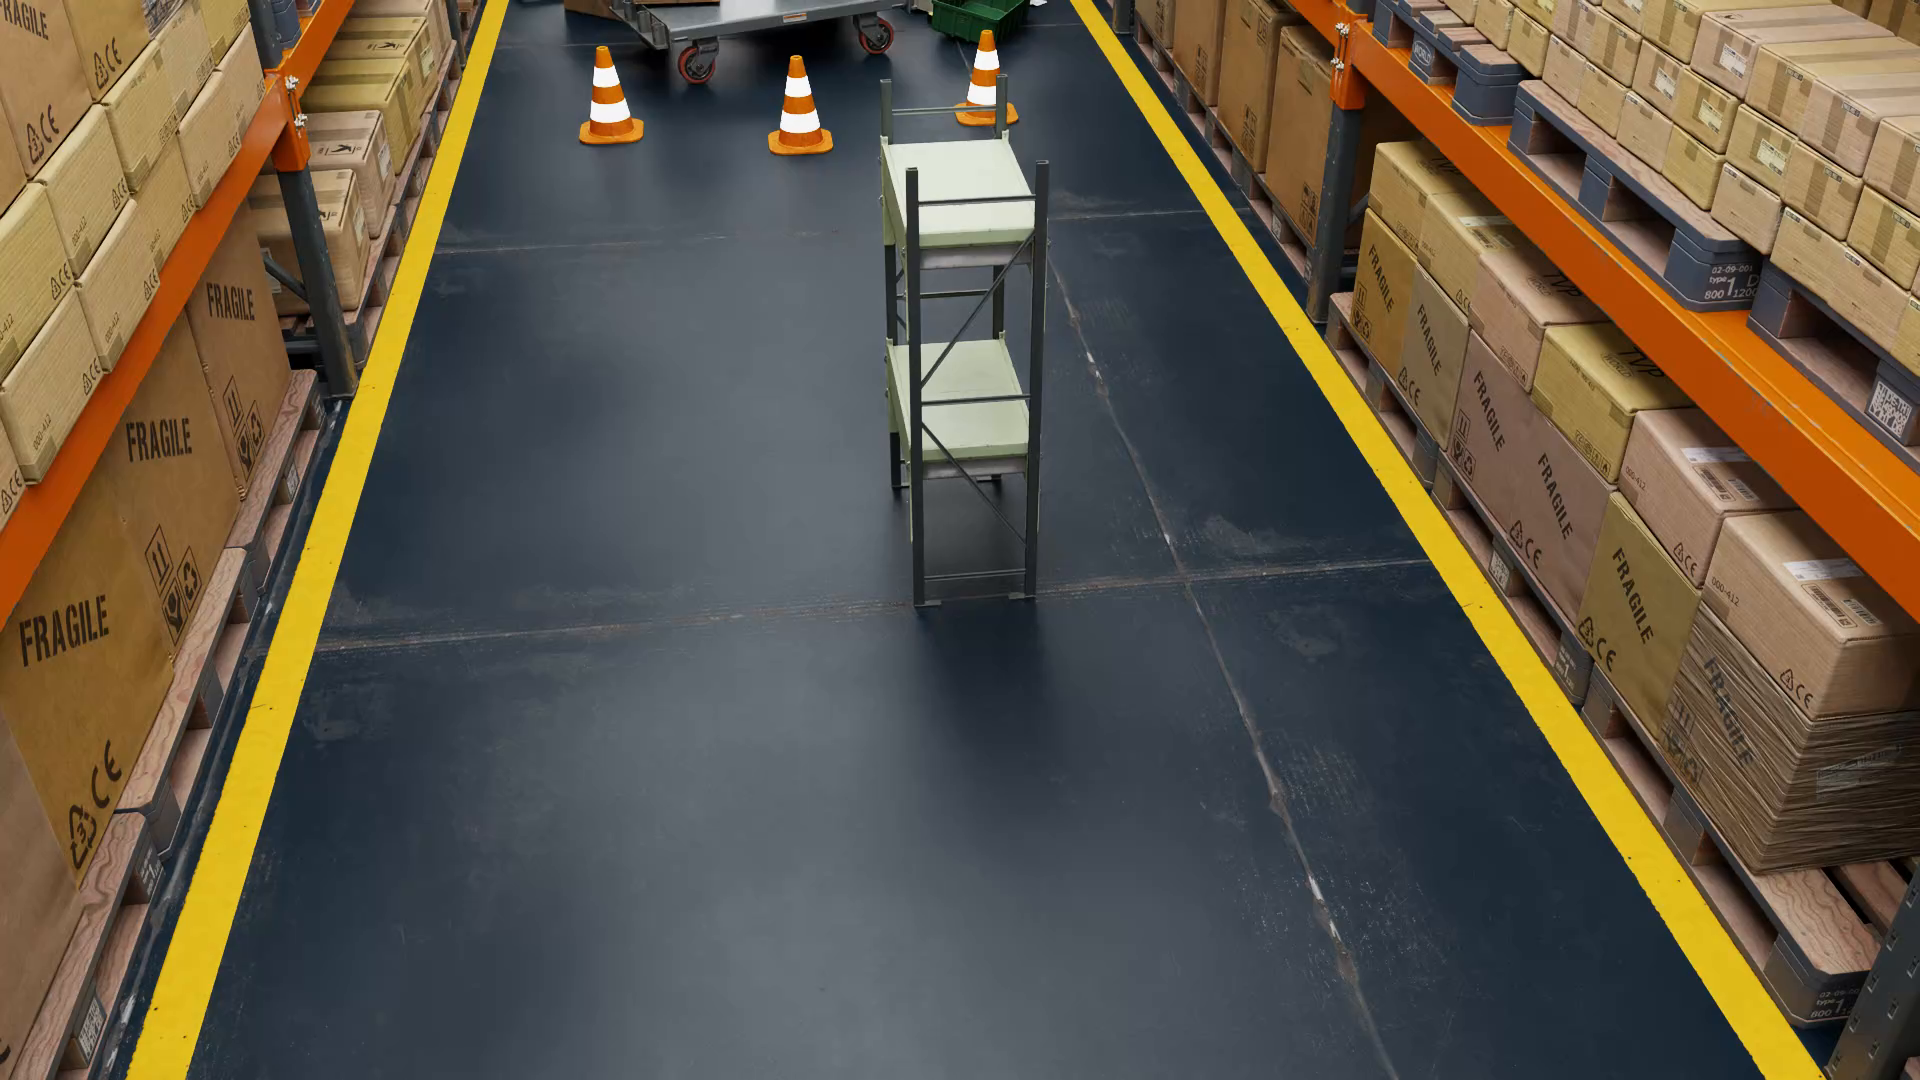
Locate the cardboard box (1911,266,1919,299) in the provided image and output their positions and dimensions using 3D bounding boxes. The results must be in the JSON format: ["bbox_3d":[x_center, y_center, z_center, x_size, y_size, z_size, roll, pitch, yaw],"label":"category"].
[{"bbox_3d":[2.248,-0.539,3.463,0.380,0.149,0.250,-4,34,-6],"label":"cardboard box"}]

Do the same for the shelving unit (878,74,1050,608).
[{"bbox_3d":[-0.001,-0.623,5.333,0.431,1.500,0.755,-4,35,-6],"label":"shelving unit"}]

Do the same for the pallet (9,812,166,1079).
[{"bbox_3d":[-2.536,1.167,3.850,1.003,0.211,1.213,-4,35,-6],"label":"pallet"}]

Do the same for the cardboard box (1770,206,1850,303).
[{"bbox_3d":[2.184,-0.692,3.953,0.380,0.149,0.250,-6,35,-9],"label":"cardboard box"}]

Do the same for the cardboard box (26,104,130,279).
[{"bbox_3d":[-2.346,-0.827,3.989,0.500,0.250,0.500,-5,35,-8],"label":"cardboard box"}]

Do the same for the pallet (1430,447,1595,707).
[{"bbox_3d":[2.261,0.044,5.498,1.003,0.211,1.213,-4,35,-6],"label":"pallet"}]

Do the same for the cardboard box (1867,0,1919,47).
[{"bbox_3d":[2.722,-1.434,4.512,0.380,0.149,0.250,-3,34,-5],"label":"cardboard box"}]

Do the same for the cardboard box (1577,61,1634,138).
[{"bbox_3d":[2.037,-1.289,4.828,0.380,0.149,0.250,-4,34,-6],"label":"cardboard box"}]

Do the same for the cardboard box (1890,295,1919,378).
[{"bbox_3d":[2.249,-0.413,3.543,0.380,0.149,0.250,-4,34,-6],"label":"cardboard box"}]

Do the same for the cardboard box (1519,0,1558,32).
[{"bbox_3d":[1.974,-1.691,5.154,0.380,0.149,0.250,-4,35,-6],"label":"cardboard box"}]

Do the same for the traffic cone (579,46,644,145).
[{"bbox_3d":[-1.879,-2.391,8.847,0.336,0.463,0.334,-4,35,-6],"label":"traffic cone"}]

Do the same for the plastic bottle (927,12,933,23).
[{"bbox_3d":[-0.074,-3.282,10.511,0.133,0.061,0.283,-24,41,-30],"label":"plastic bottle"}]

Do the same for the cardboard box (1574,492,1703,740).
[{"bbox_3d":[2.116,0.187,4.658,0.500,0.500,0.500,-5,35,-8],"label":"cardboard box"}]

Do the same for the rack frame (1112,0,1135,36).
[{"bbox_3d":[1.458,-4.456,9.625,1.000,3.000,0.127,-4,35,-6],"label":"rack frame"}]

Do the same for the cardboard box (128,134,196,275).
[{"bbox_3d":[-2.434,-0.902,4.543,0.500,0.250,0.500,-5,35,-7],"label":"cardboard box"}]

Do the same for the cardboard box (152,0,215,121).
[{"bbox_3d":[-2.506,-1.401,4.831,0.500,0.250,0.500,-5,35,-8],"label":"cardboard box"}]

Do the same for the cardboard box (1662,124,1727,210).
[{"bbox_3d":[2.106,-0.995,4.397,0.380,0.149,0.250,-3,34,-4],"label":"cardboard box"}]

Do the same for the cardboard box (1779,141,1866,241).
[{"bbox_3d":[2.177,-0.830,3.890,0.380,0.149,0.250,-5,35,-8],"label":"cardboard box"}]

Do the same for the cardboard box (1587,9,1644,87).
[{"bbox_3d":[2.037,-1.413,4.746,0.380,0.149,0.250,-5,35,-7],"label":"cardboard box"}]

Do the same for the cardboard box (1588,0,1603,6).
[{"bbox_3d":[2.007,-1.681,4.876,0.380,0.149,0.250,-3,34,-4],"label":"cardboard box"}]

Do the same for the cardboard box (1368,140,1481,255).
[{"bbox_3d":[1.849,-1.271,6.133,0.500,0.250,0.500,-6,35,-9],"label":"cardboard box"}]

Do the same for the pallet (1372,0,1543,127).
[{"bbox_3d":[2.198,-1.755,5.832,1.213,0.211,1.003,-4,35,-6],"label":"pallet"}]

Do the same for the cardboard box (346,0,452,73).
[{"bbox_3d":[-3.360,-2.820,9.185,0.950,0.372,0.625,-4,34,-6],"label":"cardboard box"}]

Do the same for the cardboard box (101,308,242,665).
[{"bbox_3d":[-2.769,-0.199,4.892,0.875,0.875,0.875,-4,34,-6],"label":"cardboard box"}]

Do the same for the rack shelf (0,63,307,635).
[{"bbox_3d":[-2.626,-0.379,4.282,1.077,0.370,4.000,-4,35,-6],"label":"rack shelf"}]

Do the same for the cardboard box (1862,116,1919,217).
[{"bbox_3d":[2.217,-0.811,3.598,0.380,0.149,0.250,-5,35,-8],"label":"cardboard box"}]

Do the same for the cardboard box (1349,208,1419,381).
[{"bbox_3d":[1.839,-0.951,6.328,0.500,0.500,0.500,-6,35,-8],"label":"cardboard box"}]

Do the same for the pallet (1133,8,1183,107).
[{"bbox_3d":[1.637,-2.879,9.787,1.003,0.211,1.213,-4,35,-6],"label":"pallet"}]

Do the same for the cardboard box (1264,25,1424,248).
[{"bbox_3d":[2.004,-1.815,7.374,1.050,0.750,0.750,-5,35,-7],"label":"cardboard box"}]

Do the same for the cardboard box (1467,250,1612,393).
[{"bbox_3d":[1.971,-0.711,5.311,0.500,0.250,0.500,-4,34,-6],"label":"cardboard box"}]

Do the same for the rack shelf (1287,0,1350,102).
[{"bbox_3d":[1.727,-3.043,8.190,1.077,0.370,4.000,-4,35,-6],"label":"rack shelf"}]

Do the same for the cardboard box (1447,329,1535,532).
[{"bbox_3d":[1.983,-0.384,5.497,0.500,0.500,0.500,-5,35,-8],"label":"cardboard box"}]

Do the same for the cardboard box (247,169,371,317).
[{"bbox_3d":[-2.961,-1.197,6.803,0.950,0.372,0.625,-7,35,-10],"label":"cardboard box"}]

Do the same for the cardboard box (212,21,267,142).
[{"bbox_3d":[-2.570,-1.468,5.374,0.500,0.250,0.500,-6,35,-8],"label":"cardboard box"}]

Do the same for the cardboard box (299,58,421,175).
[{"bbox_3d":[-3.165,-2.031,8.028,0.950,0.372,0.625,-3,34,-5],"label":"cardboard box"}]

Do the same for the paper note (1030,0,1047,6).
[{"bbox_3d":[0.471,-3.536,10.911,0.142,0.020,0.147,27,43,34],"label":"paper note"}]

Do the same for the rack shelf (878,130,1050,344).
[{"bbox_3d":[-0.001,-0.946,5.113,0.431,0.370,0.720,-4,35,-6],"label":"rack shelf"}]

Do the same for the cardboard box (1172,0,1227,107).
[{"bbox_3d":[1.757,-2.822,8.852,1.050,0.750,0.750,-4,35,-6],"label":"cardboard box"}]

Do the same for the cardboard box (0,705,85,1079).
[{"bbox_3d":[-2.520,0.804,3.421,0.875,0.875,0.875,-3,34,-5],"label":"cardboard box"}]

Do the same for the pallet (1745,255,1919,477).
[{"bbox_3d":[2.576,-0.350,3.771,1.003,0.211,1.213,-4,35,-6],"label":"pallet"}]

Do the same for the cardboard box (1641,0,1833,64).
[{"bbox_3d":[2.075,-1.394,4.454,0.380,0.149,0.250,-5,35,-7],"label":"cardboard box"}]

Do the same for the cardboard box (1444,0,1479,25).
[{"bbox_3d":[1.892,-1.879,5.694,0.380,0.149,0.250,-3,34,-4],"label":"cardboard box"}]

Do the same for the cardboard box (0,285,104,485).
[{"bbox_3d":[-2.279,-0.340,3.719,0.500,0.250,0.500,-5,35,-7],"label":"cardboard box"}]

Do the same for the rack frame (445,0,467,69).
[{"bbox_3d":[-3.433,-4.025,8.993,1.000,3.000,0.127,-4,35,-6],"label":"rack frame"}]

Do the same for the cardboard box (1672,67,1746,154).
[{"bbox_3d":[2.104,-1.127,4.326,0.380,0.149,0.250,-4,35,-6],"label":"cardboard box"}]

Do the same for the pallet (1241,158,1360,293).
[{"bbox_3d":[1.965,-1.517,7.789,1.003,0.211,1.213,-4,35,-6],"label":"pallet"}]

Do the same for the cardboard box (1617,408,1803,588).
[{"bbox_3d":[2.128,-0.127,4.453,0.500,0.250,0.500,-3,34,-4],"label":"cardboard box"}]

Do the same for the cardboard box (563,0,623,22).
[{"bbox_3d":[-2.229,-3.694,10.724,0.500,0.500,0.500,20,39,26],"label":"cardboard box"}]

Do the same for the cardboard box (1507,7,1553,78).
[{"bbox_3d":[1.967,-1.578,5.252,0.380,0.149,0.250,-3,34,-4],"label":"cardboard box"}]

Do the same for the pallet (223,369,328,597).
[{"bbox_3d":[-2.864,-0.195,5.848,1.003,0.211,1.213,-4,35,-6],"label":"pallet"}]

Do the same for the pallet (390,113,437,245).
[{"bbox_3d":[-3.160,-1.756,8.139,1.003,0.211,1.213,-4,35,-6],"label":"pallet"}]

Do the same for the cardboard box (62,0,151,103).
[{"bbox_3d":[-2.429,-1.415,4.187,0.500,0.500,0.500,-4,35,-6],"label":"cardboard box"}]

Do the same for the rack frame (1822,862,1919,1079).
[{"bbox_3d":[2.534,0.008,3.075,1.000,3.000,0.127,-4,35,-6],"label":"rack frame"}]

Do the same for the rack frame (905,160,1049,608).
[{"bbox_3d":[0.048,-0.419,5.033,0.400,1.500,0.023,-4,35,-6],"label":"rack frame"}]

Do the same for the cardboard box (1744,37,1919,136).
[{"bbox_3d":[2.152,-1.095,4.015,0.380,0.149,0.250,-5,35,-8],"label":"cardboard box"}]

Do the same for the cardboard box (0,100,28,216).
[{"bbox_3d":[-2.292,-0.844,3.349,0.500,0.500,0.500,-5,35,-8],"label":"cardboard box"}]

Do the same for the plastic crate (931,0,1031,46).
[{"bbox_3d":[0.137,-3.316,10.398,0.450,0.188,0.662,21,39,12],"label":"plastic crate"}]

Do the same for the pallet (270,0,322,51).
[{"bbox_3d":[-3.097,-2.103,6.343,1.213,0.211,1.003,-4,35,-6],"label":"pallet"}]
